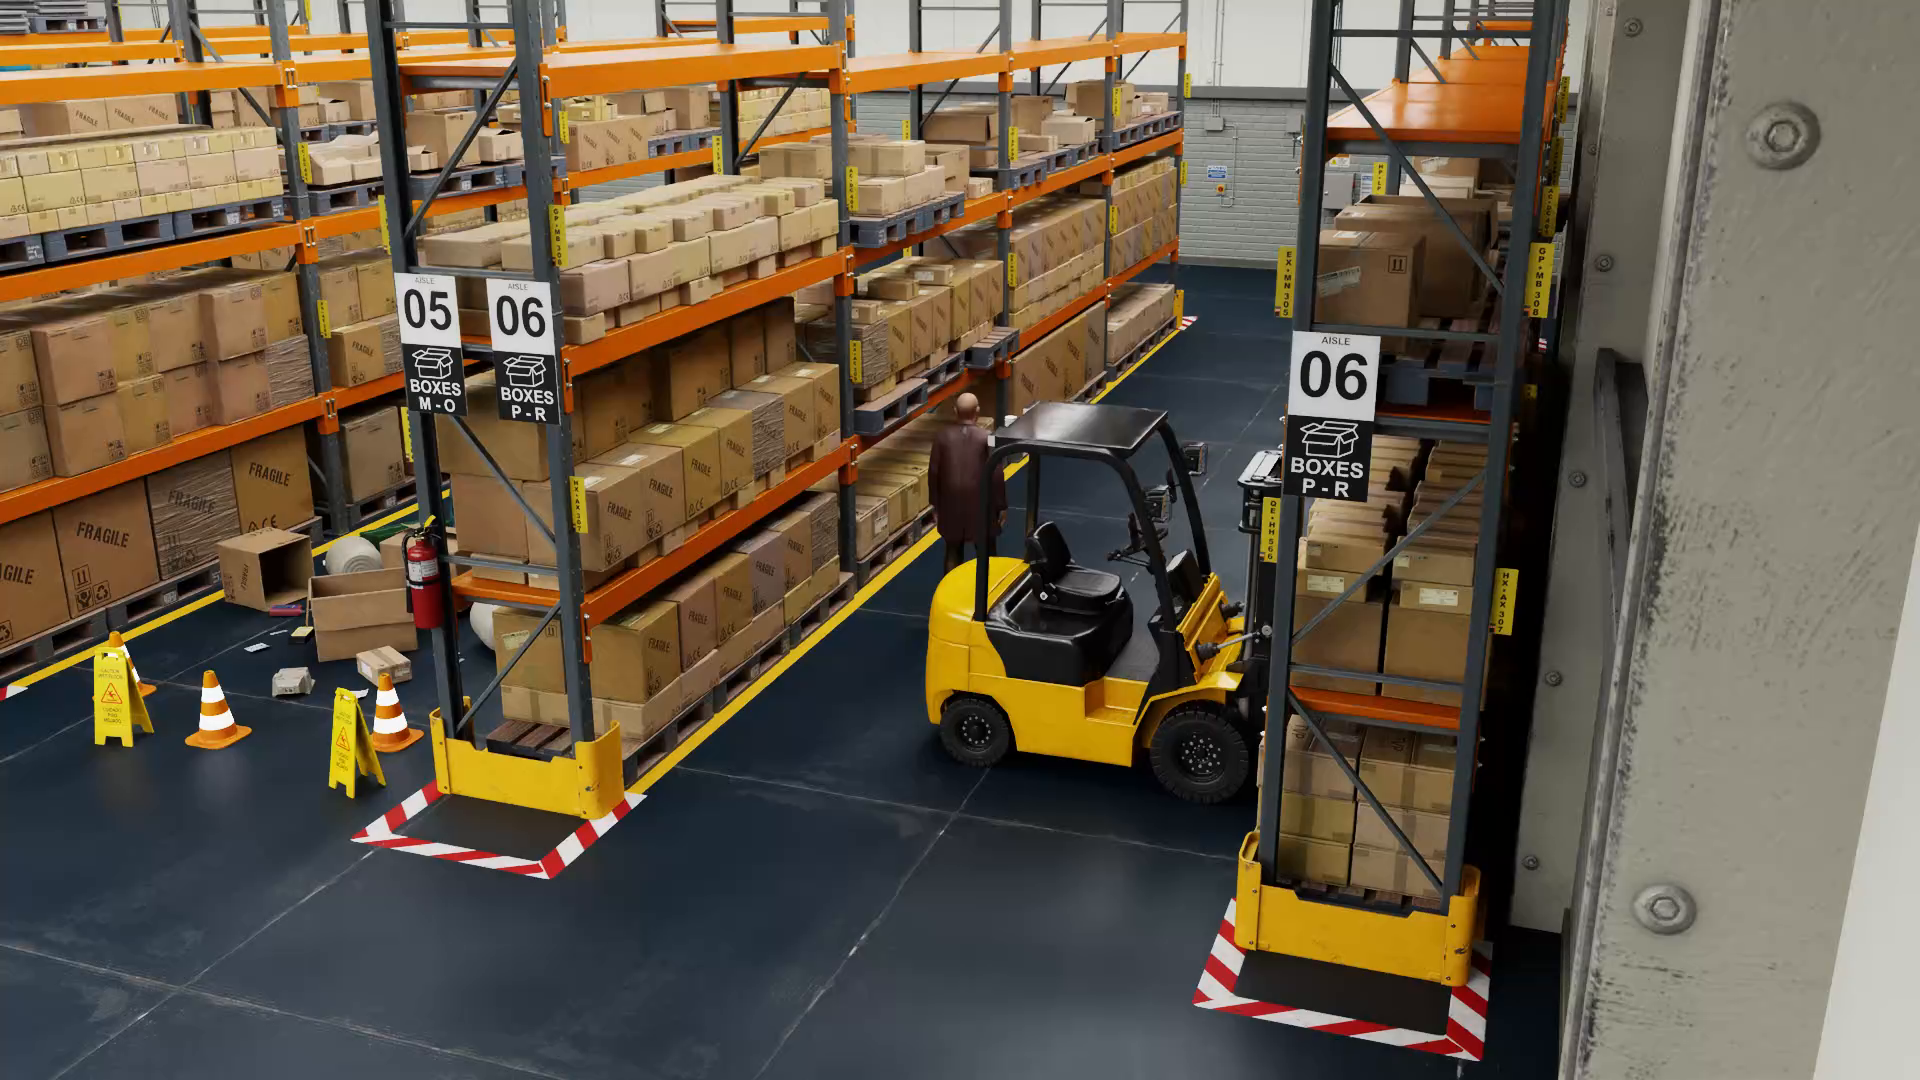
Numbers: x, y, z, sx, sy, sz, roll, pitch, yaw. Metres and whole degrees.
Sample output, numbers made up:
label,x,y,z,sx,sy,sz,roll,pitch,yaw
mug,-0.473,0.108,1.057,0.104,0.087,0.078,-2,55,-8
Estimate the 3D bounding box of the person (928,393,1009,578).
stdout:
label,x,y,z,sx,sy,sz,roll,pitch,yaw
person,0.066,-0.258,12.860,0.641,1.773,0.431,5,19,15
